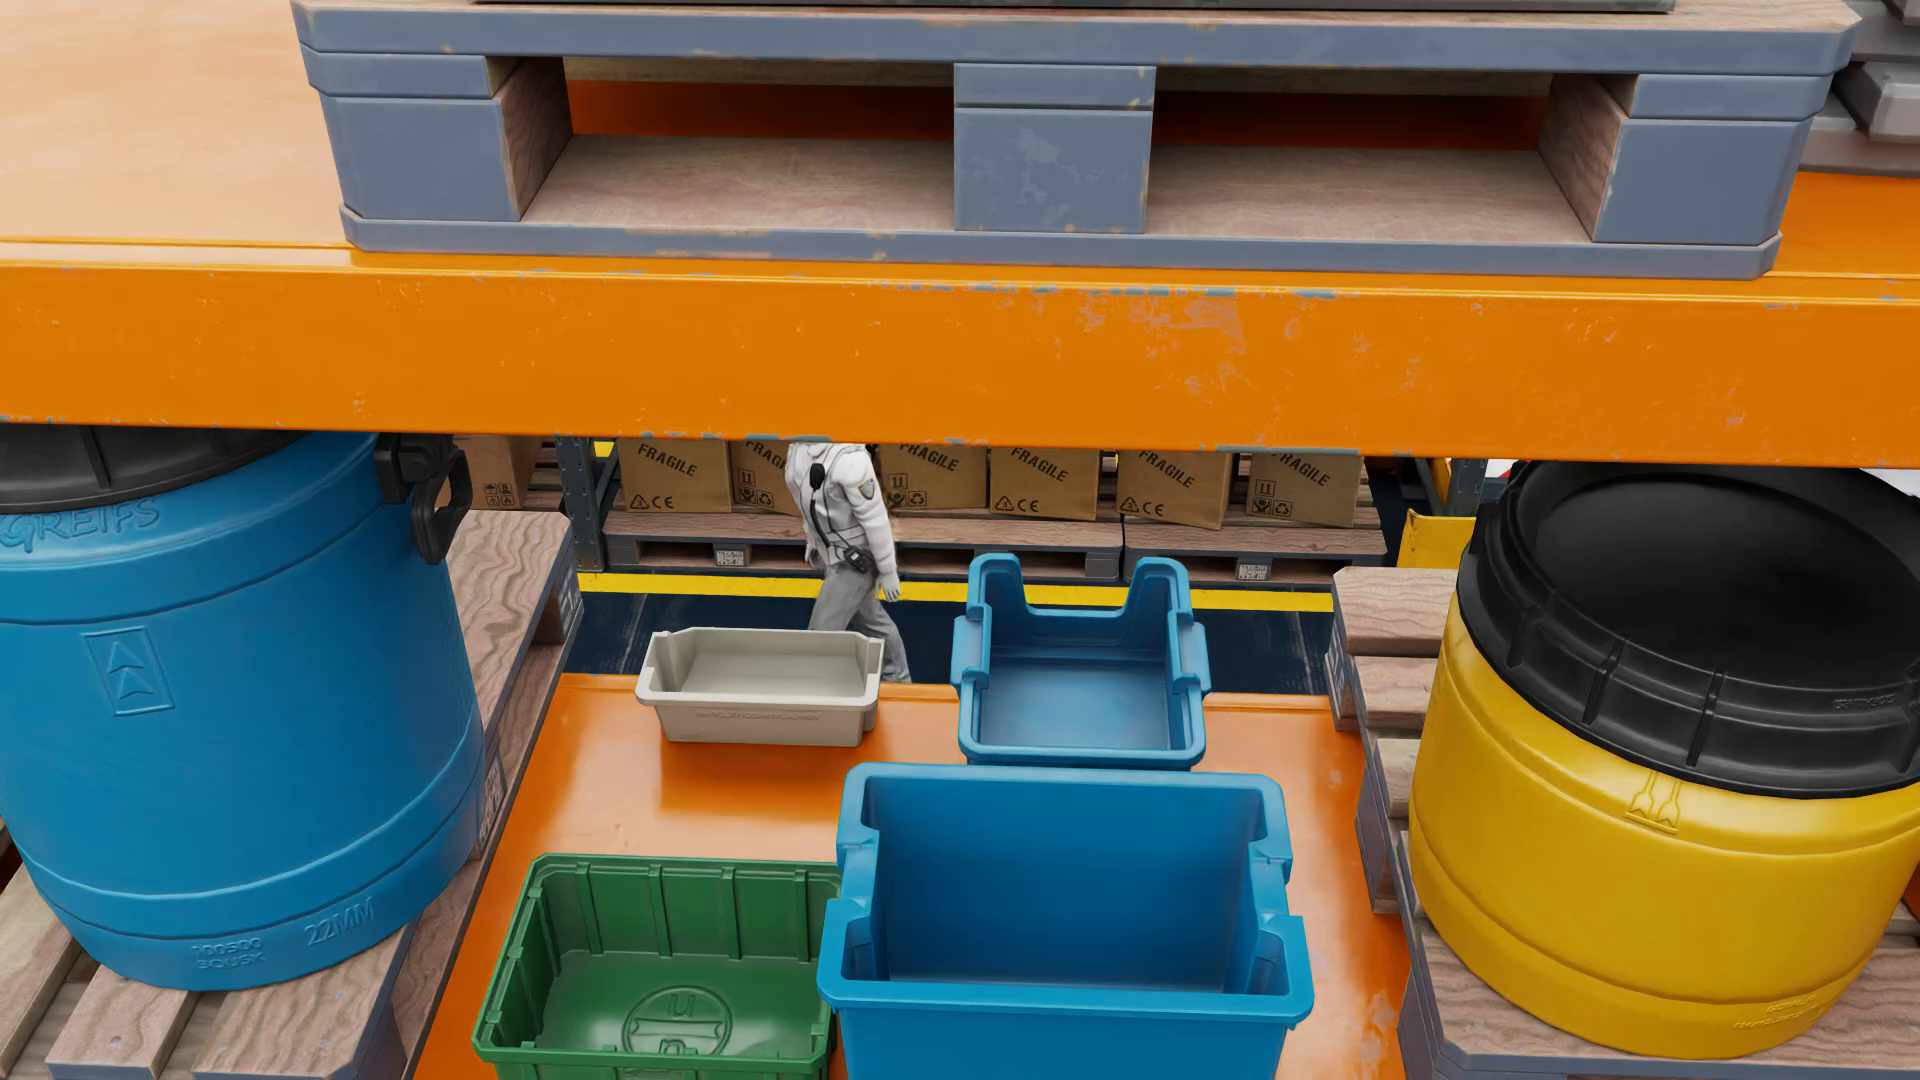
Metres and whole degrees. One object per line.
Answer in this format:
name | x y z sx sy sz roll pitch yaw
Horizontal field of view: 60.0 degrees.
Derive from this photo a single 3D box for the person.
person | -0.436 0.044 6.565 0.511 1.687 0.510 -15 38 -20
